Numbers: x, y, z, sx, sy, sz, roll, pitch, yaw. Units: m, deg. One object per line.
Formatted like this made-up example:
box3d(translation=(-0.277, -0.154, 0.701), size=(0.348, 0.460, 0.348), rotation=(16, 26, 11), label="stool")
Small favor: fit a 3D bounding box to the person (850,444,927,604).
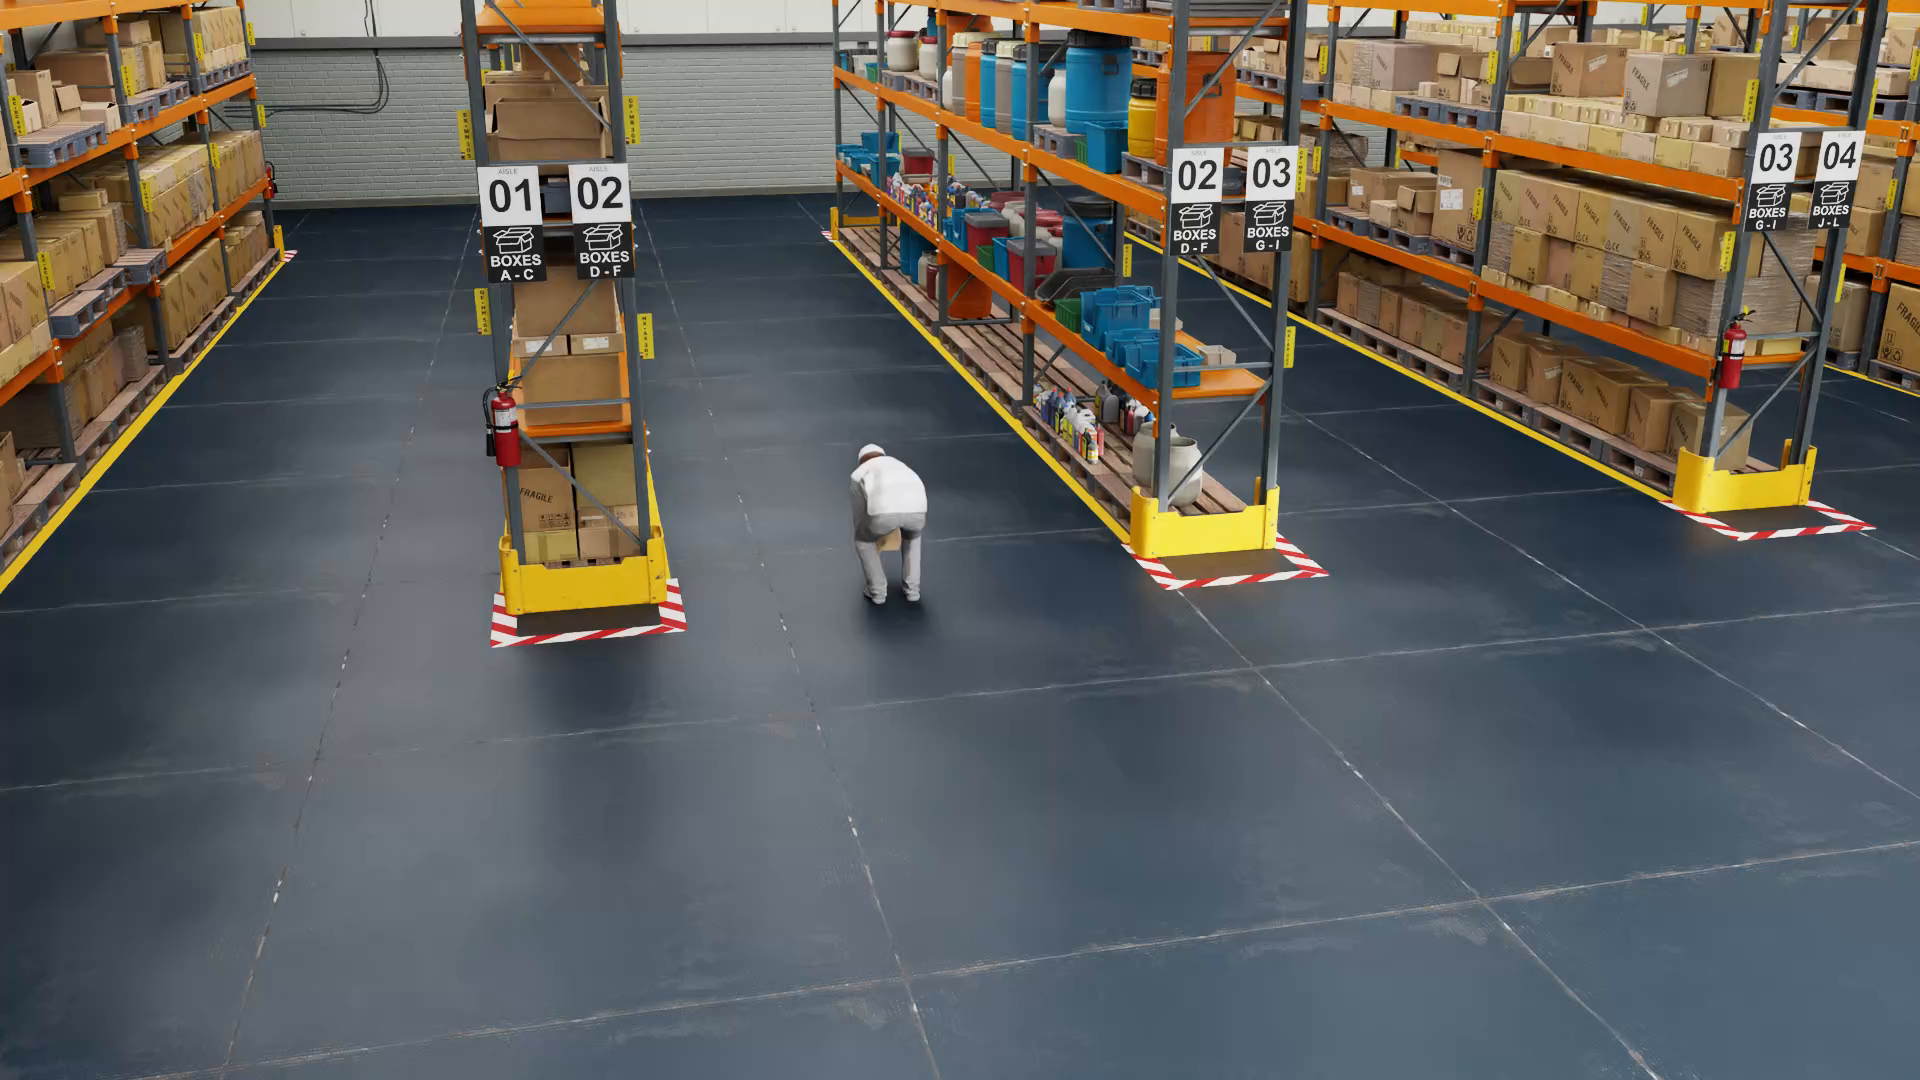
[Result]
box3d(translation=(-0.556, -0.120, 12.492), size=(0.513, 1.025, 0.997), rotation=(-5, 20, -15), label="person")
